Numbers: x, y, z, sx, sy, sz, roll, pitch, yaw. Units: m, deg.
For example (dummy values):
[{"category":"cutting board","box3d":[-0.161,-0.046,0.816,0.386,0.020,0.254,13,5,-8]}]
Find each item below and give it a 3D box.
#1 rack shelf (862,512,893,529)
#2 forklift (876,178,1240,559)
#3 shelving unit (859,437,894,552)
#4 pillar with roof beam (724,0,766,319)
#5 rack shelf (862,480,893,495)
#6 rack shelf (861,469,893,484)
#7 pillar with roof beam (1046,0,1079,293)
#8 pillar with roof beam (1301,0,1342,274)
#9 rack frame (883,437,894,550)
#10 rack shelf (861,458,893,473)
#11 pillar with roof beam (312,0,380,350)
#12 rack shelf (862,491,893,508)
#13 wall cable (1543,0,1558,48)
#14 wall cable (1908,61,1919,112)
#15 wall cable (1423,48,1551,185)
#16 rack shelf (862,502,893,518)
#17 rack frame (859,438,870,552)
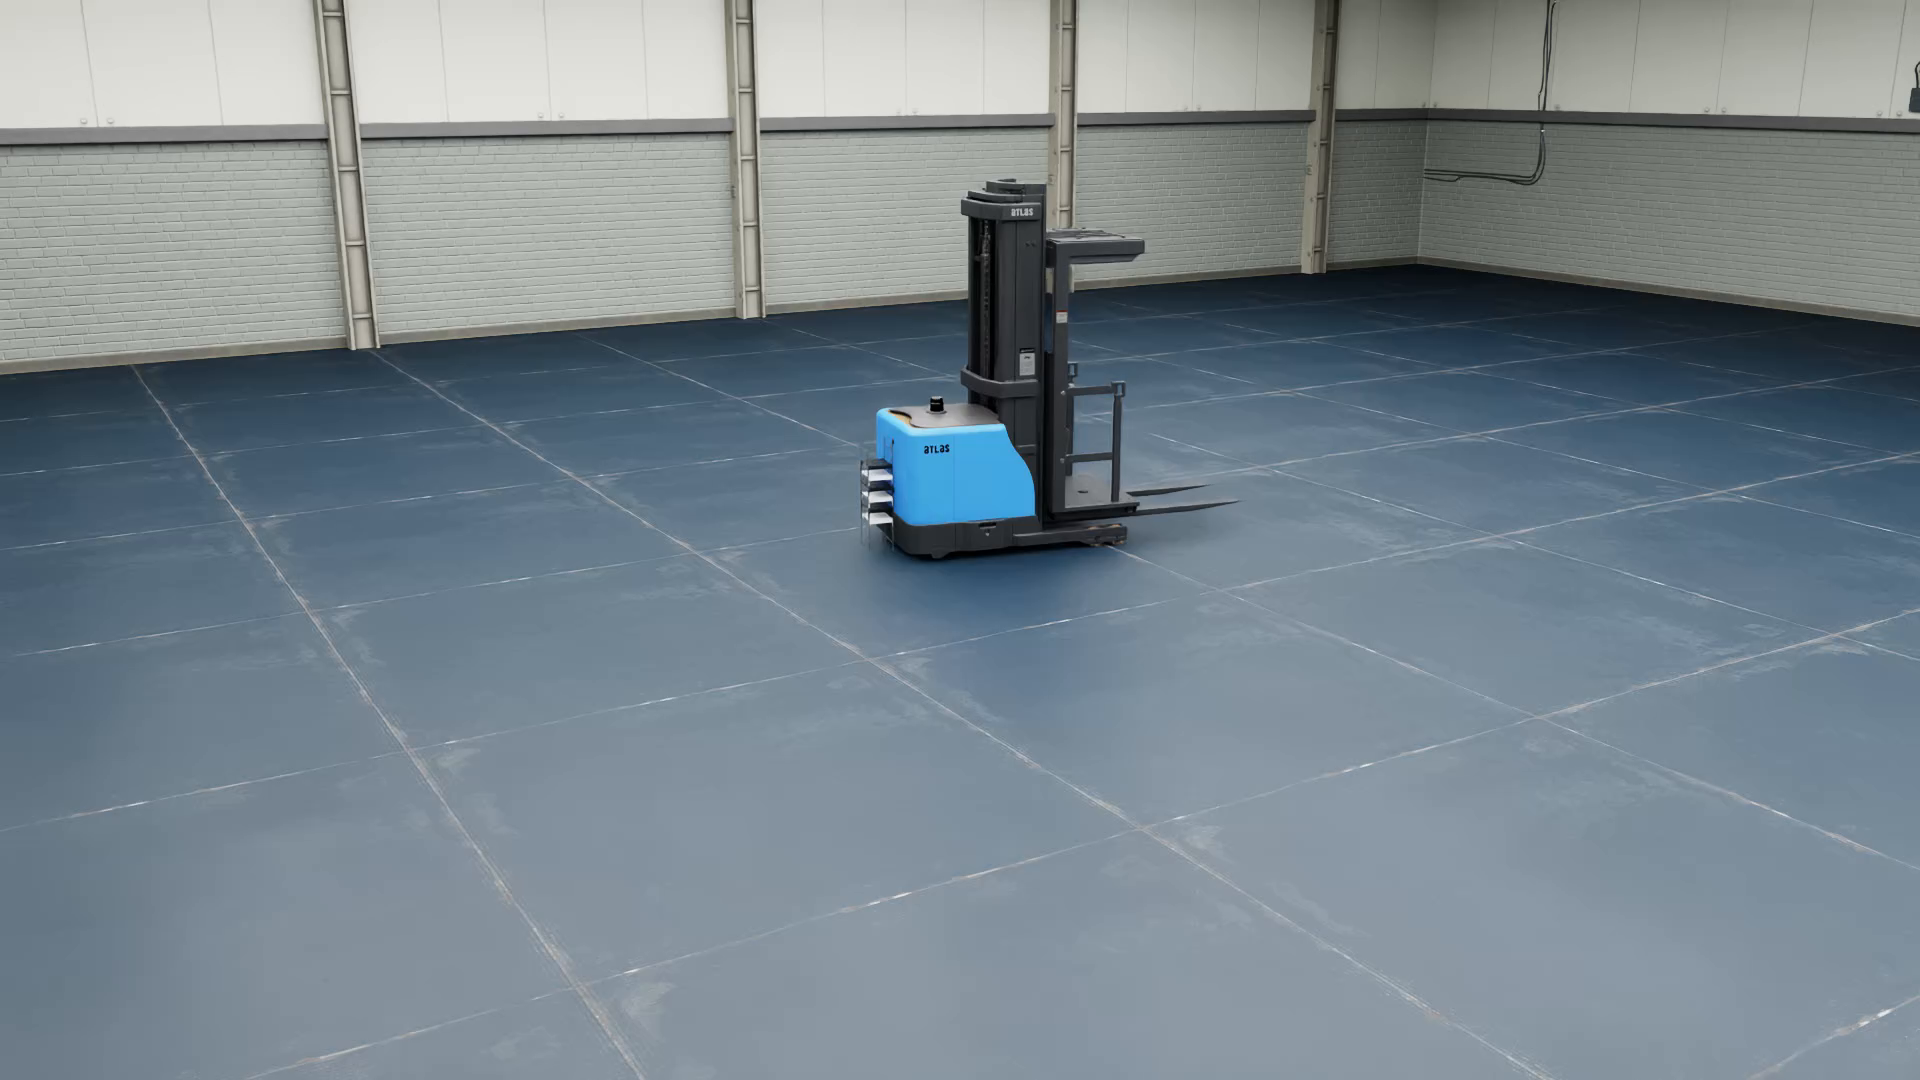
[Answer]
[{"category":"rack shelf","box3d":[-0.680,-0.166,13.624,0.200,0.077,0.258,-5,17,-18]},{"category":"forklift","box3d":[0.867,-1.483,13.768,3.031,2.935,1.130,-5,17,-18]},{"category":"shelving unit","box3d":[-0.680,-0.371,13.567,0.210,0.900,0.258,-5,17,-18]},{"category":"pillar with roof beam","box3d":[-1.141,-6.917,21.913,0.400,9.000,9.100,-9,18,-30]},{"category":"rack shelf","box3d":[-0.680,-0.426,13.551,0.200,0.077,0.258,-5,17,-18]},{"category":"rack shelf","box3d":[-0.680,-0.512,13.527,0.200,0.077,0.258,-5,17,-18]},{"category":"pillar with roof beam","box3d":[4.002,-7.751,24.889,0.400,9.000,9.100,-9,18,-30]},{"category":"pillar with roof beam","box3d":[9.145,-8.585,27.864,0.400,9.000,9.100,-9,18,-30]},{"category":"rack frame","box3d":[-0.584,-0.380,13.599,0.006,0.900,0.240,-5,17,-18]},{"category":"rack shelf","box3d":[-0.680,-0.599,13.503,0.200,0.077,0.258,-5,17,-18]},{"category":"pillar with roof beam","box3d":[-6.284,-6.083,18.938,0.400,9.000,9.100,-9,18,-30]},{"category":"rack shelf","box3d":[-0.680,-0.339,13.576,0.200,0.077,0.258,-5,17,-18]},{"category":"wall cable","box3d":[11.527,-9.995,29.291,0.112,2.526,3.097,-9,18,-30]},{"category":"wall cable","box3d":[15.010,-9.124,23.484,0.169,6.003,2.305,-9,18,-30]},{"category":"wall cable","box3d":[10.134,-8.190,32.206,0.112,2.526,3.097,-9,18,-30]},{"category":"rack shelf","box3d":[-0.680,-0.252,13.600,0.200,0.077,0.258,-5,17,-18]},{"category":"rack frame","box3d":[-0.776,-0.362,13.535,0.006,0.900,0.240,-5,17,-18]}]
